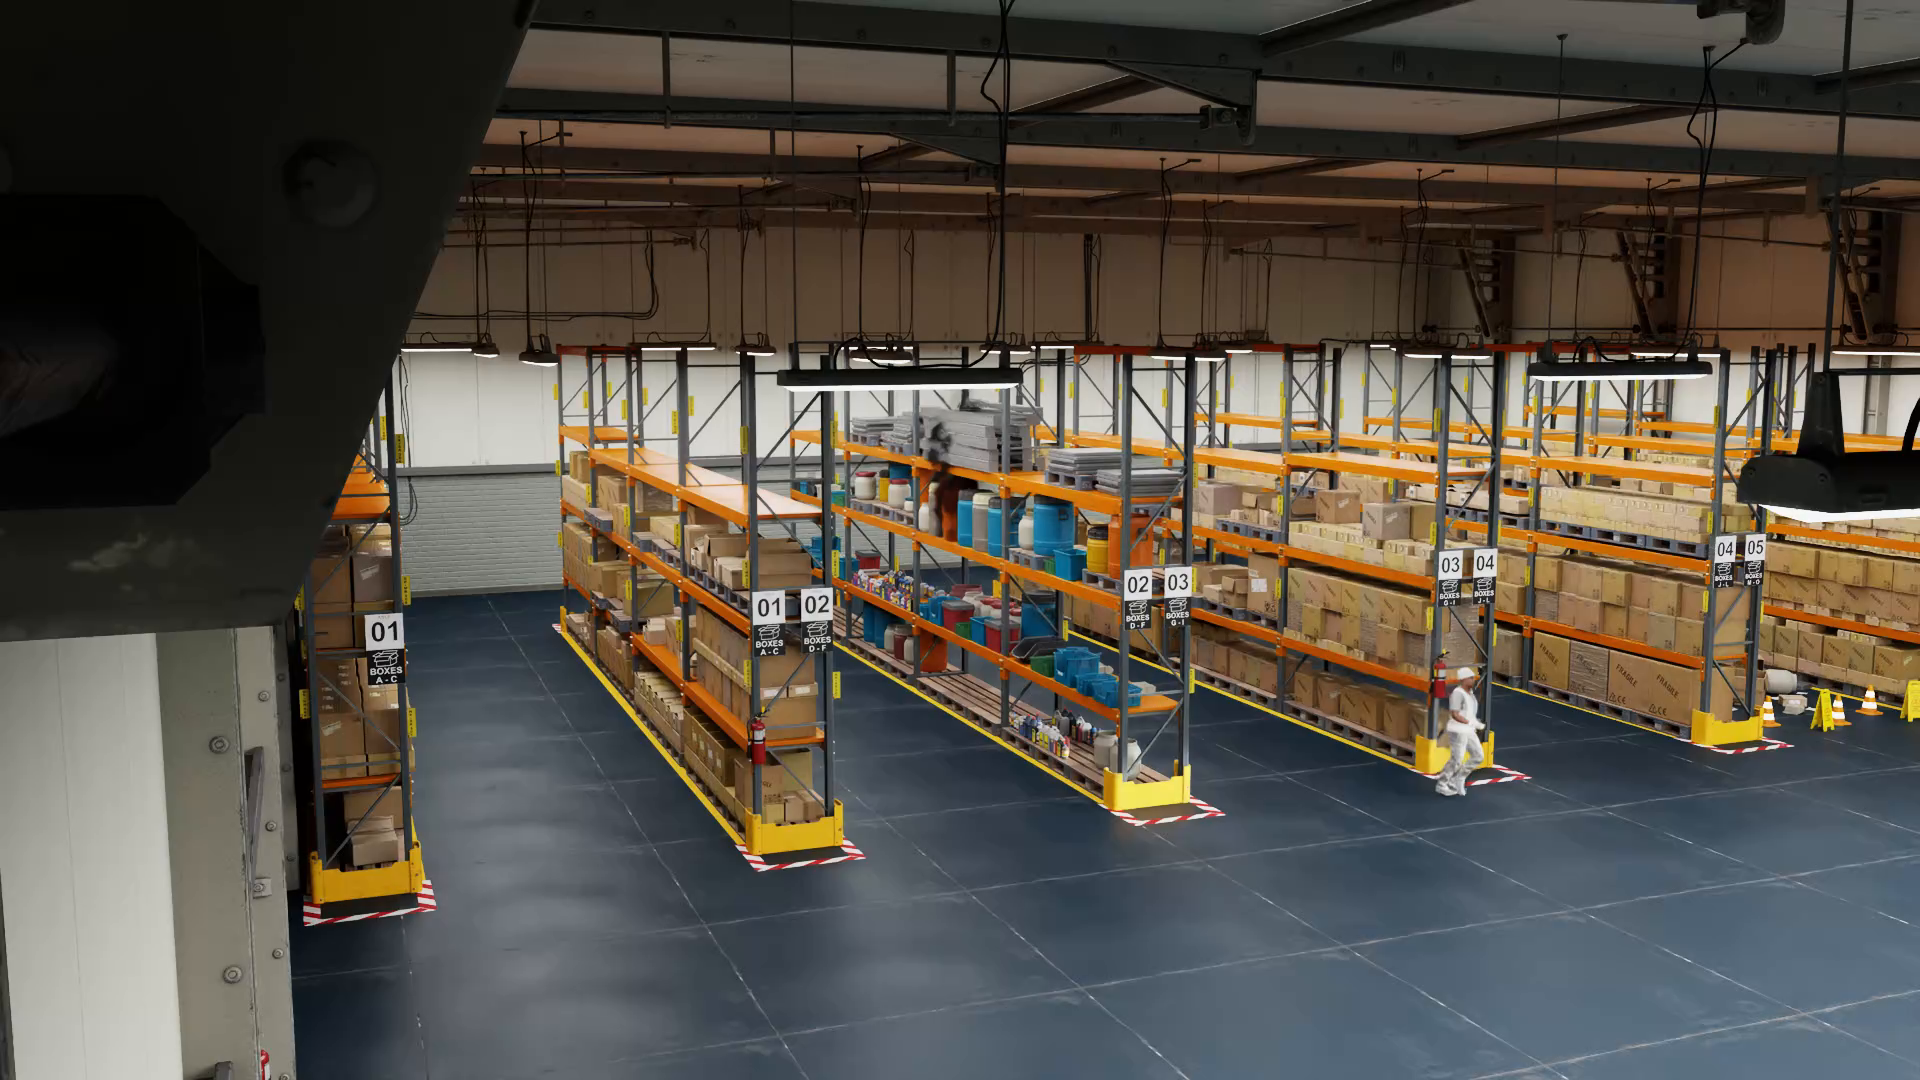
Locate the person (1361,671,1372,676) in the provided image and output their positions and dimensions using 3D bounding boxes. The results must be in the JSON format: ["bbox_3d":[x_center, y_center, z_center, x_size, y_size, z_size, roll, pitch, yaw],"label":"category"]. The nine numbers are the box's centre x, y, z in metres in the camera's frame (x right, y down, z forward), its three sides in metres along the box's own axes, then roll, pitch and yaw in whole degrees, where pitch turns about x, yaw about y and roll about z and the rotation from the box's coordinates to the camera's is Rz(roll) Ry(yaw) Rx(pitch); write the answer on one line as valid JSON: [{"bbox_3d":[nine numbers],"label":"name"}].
[{"bbox_3d":[7.324,1.549,30.585,0.678,1.768,0.975,-3,8,-24],"label":"person"}]

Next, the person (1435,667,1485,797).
[{"bbox_3d":[6.835,2.617,22.537,0.625,1.807,0.732,5,9,36],"label":"person"}]

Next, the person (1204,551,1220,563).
[{"bbox_3d":[6.394,0.269,41.830,0.610,1.564,0.701,2,8,18],"label":"person"}]
